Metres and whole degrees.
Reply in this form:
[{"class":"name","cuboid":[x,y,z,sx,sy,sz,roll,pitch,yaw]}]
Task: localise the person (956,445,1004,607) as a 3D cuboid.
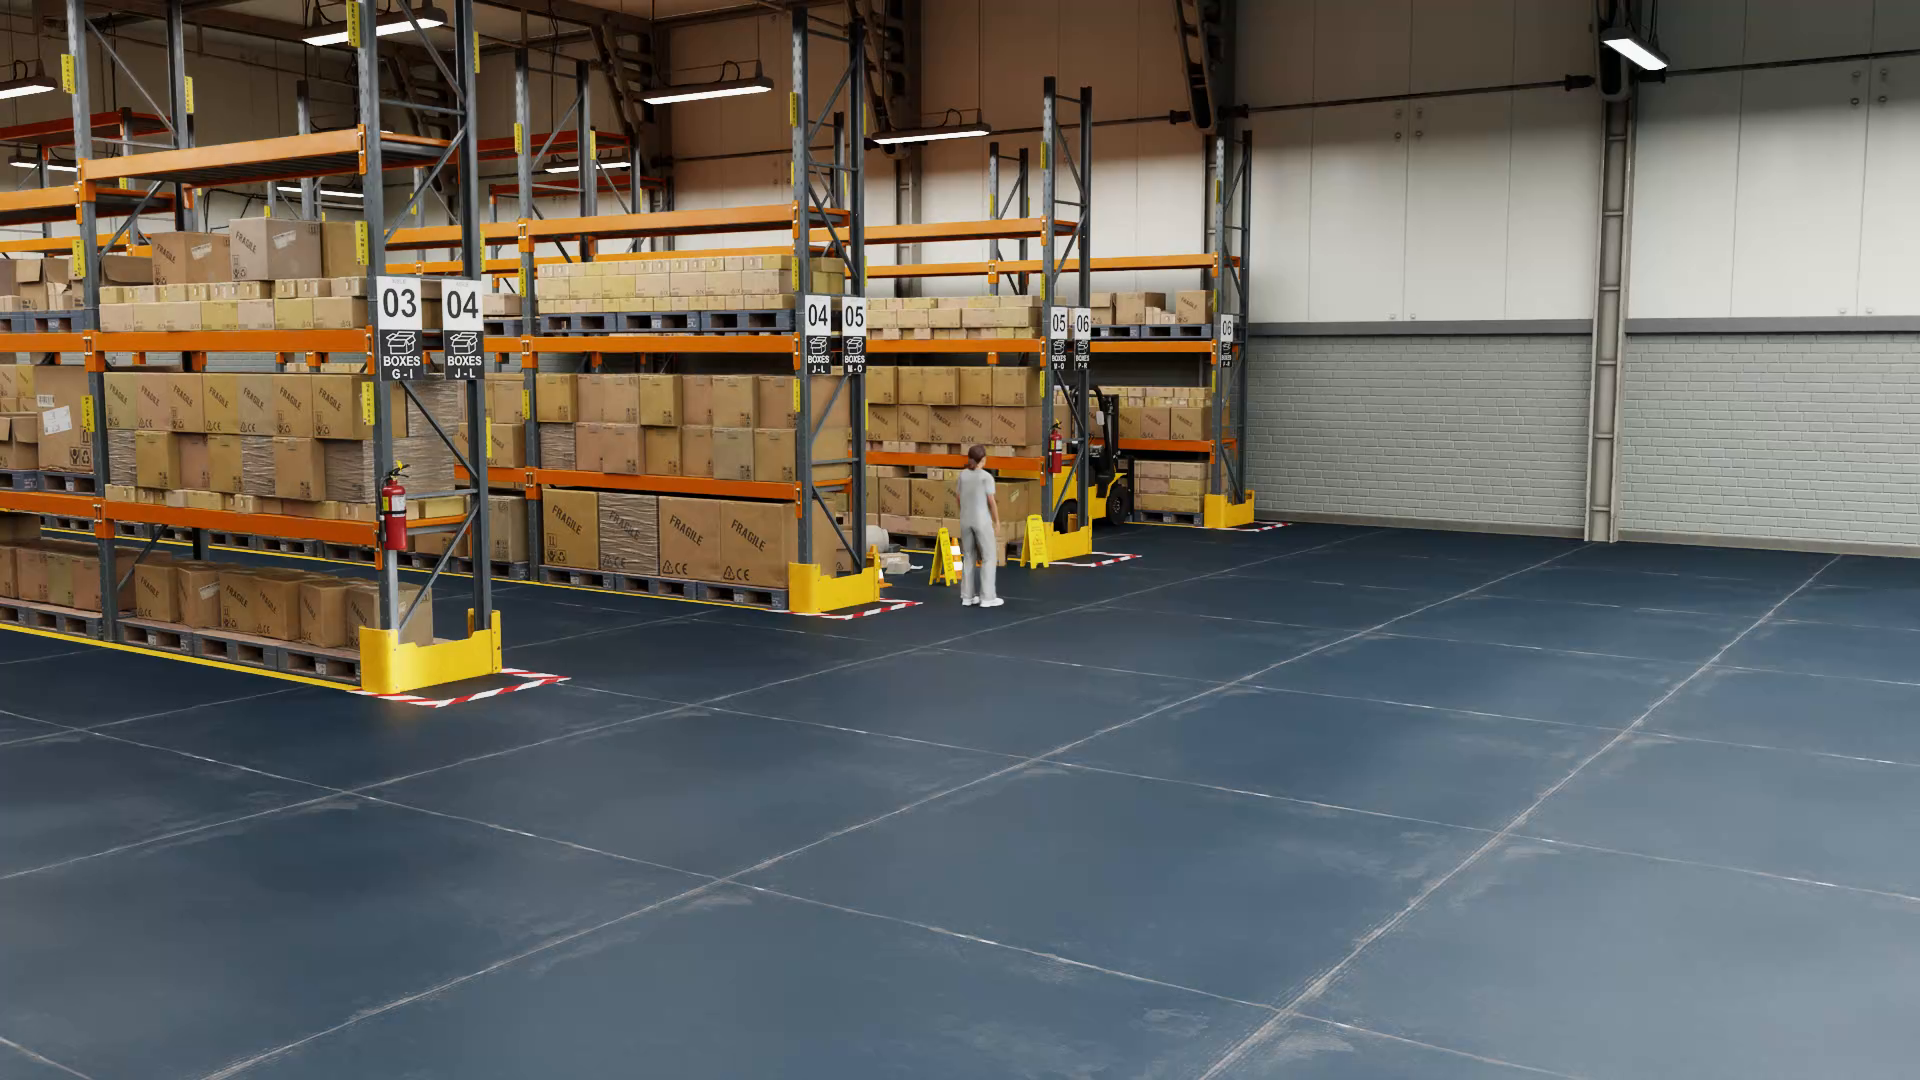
[{"class":"person","cuboid":[0.183,-0.152,17.312,0.474,1.676,0.359,4,8,32]}]
